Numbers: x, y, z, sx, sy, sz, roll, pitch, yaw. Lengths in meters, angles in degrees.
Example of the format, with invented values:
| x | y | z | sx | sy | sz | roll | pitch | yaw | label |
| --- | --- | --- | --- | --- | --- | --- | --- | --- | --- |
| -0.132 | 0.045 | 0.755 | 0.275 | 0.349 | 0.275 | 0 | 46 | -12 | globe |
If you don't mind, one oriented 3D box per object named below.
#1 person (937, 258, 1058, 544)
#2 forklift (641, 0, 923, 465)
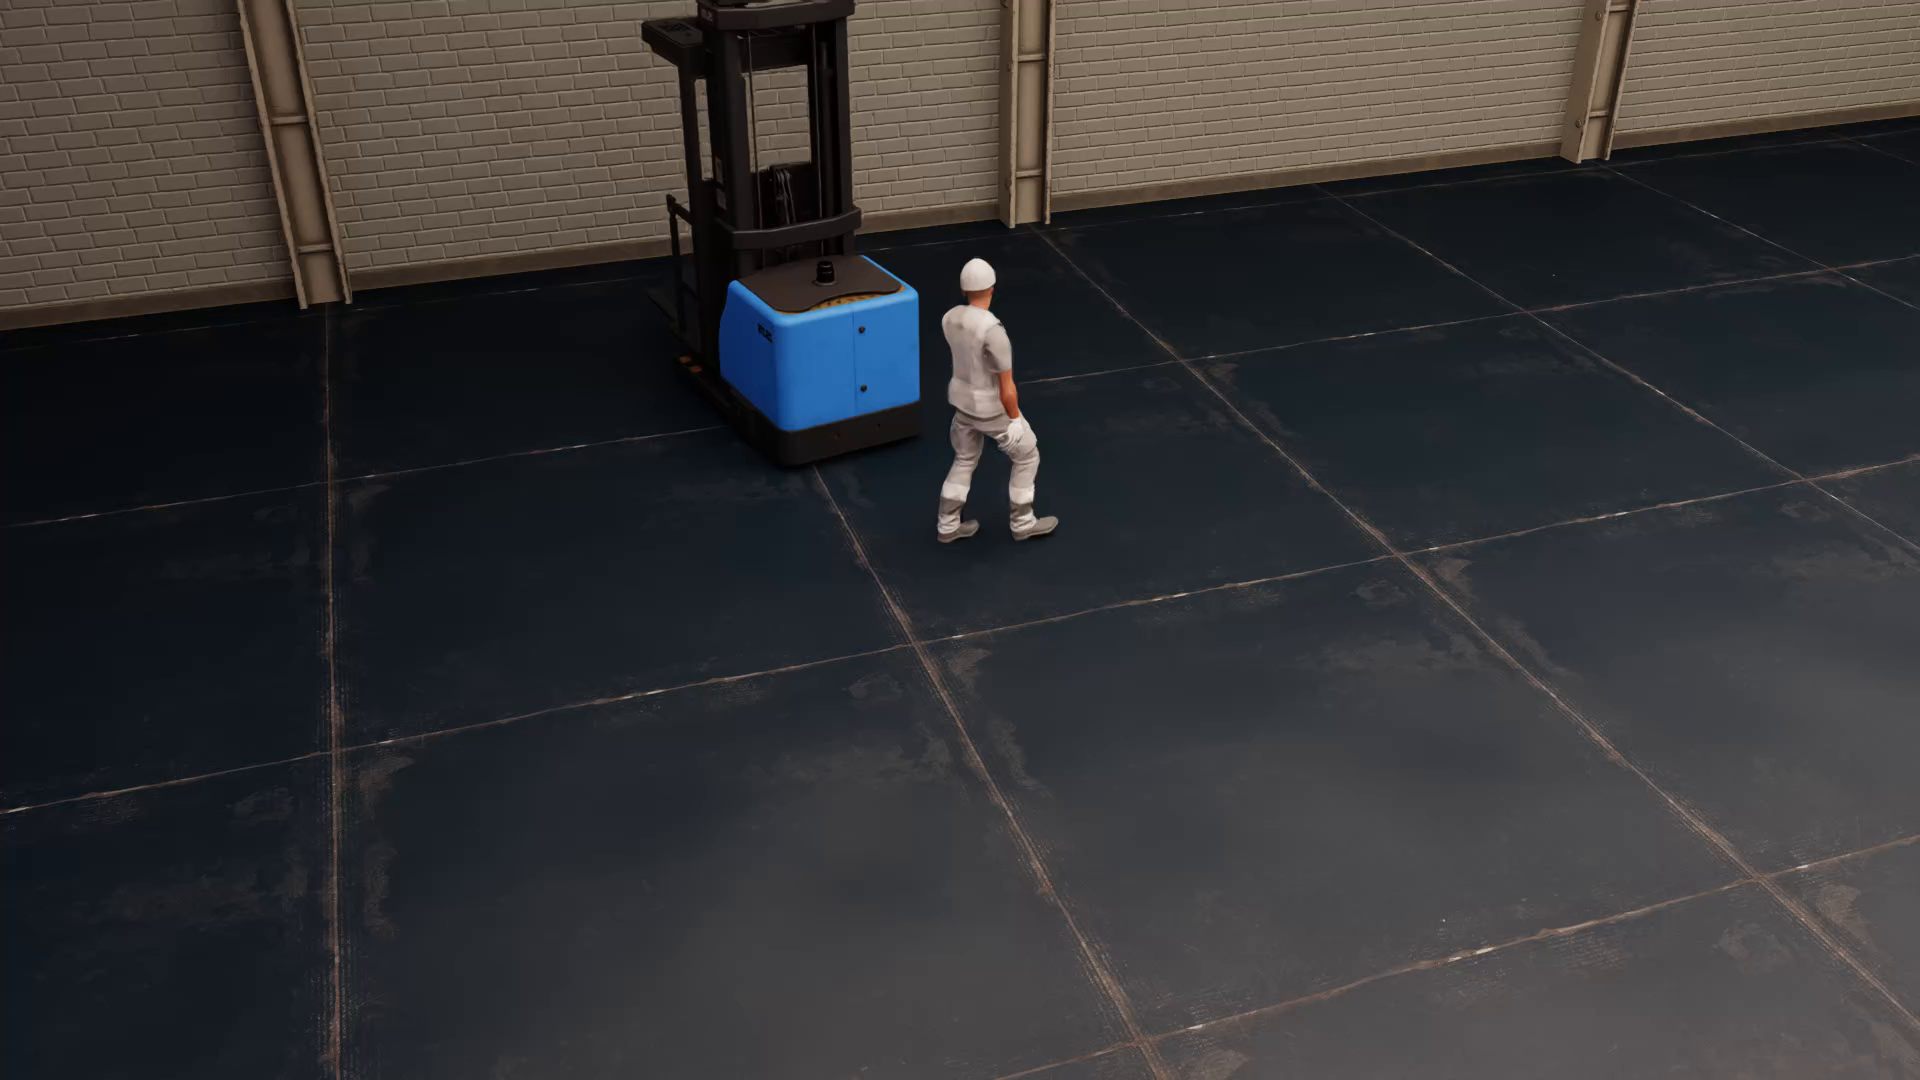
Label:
| x | y | z | sx | sy | sz | roll | pitch | yaw | label |
| --- | --- | --- | --- | --- | --- | --- | --- | --- | --- |
| 0.185 | -0.798 | 9.681 | 0.645 | 1.745 | 0.668 | -25 | 38 | -36 | person |
| -1.418 | -2.455 | 11.355 | 1.130 | 2.935 | 3.031 | -16 | 34 | -25 | forklift |
